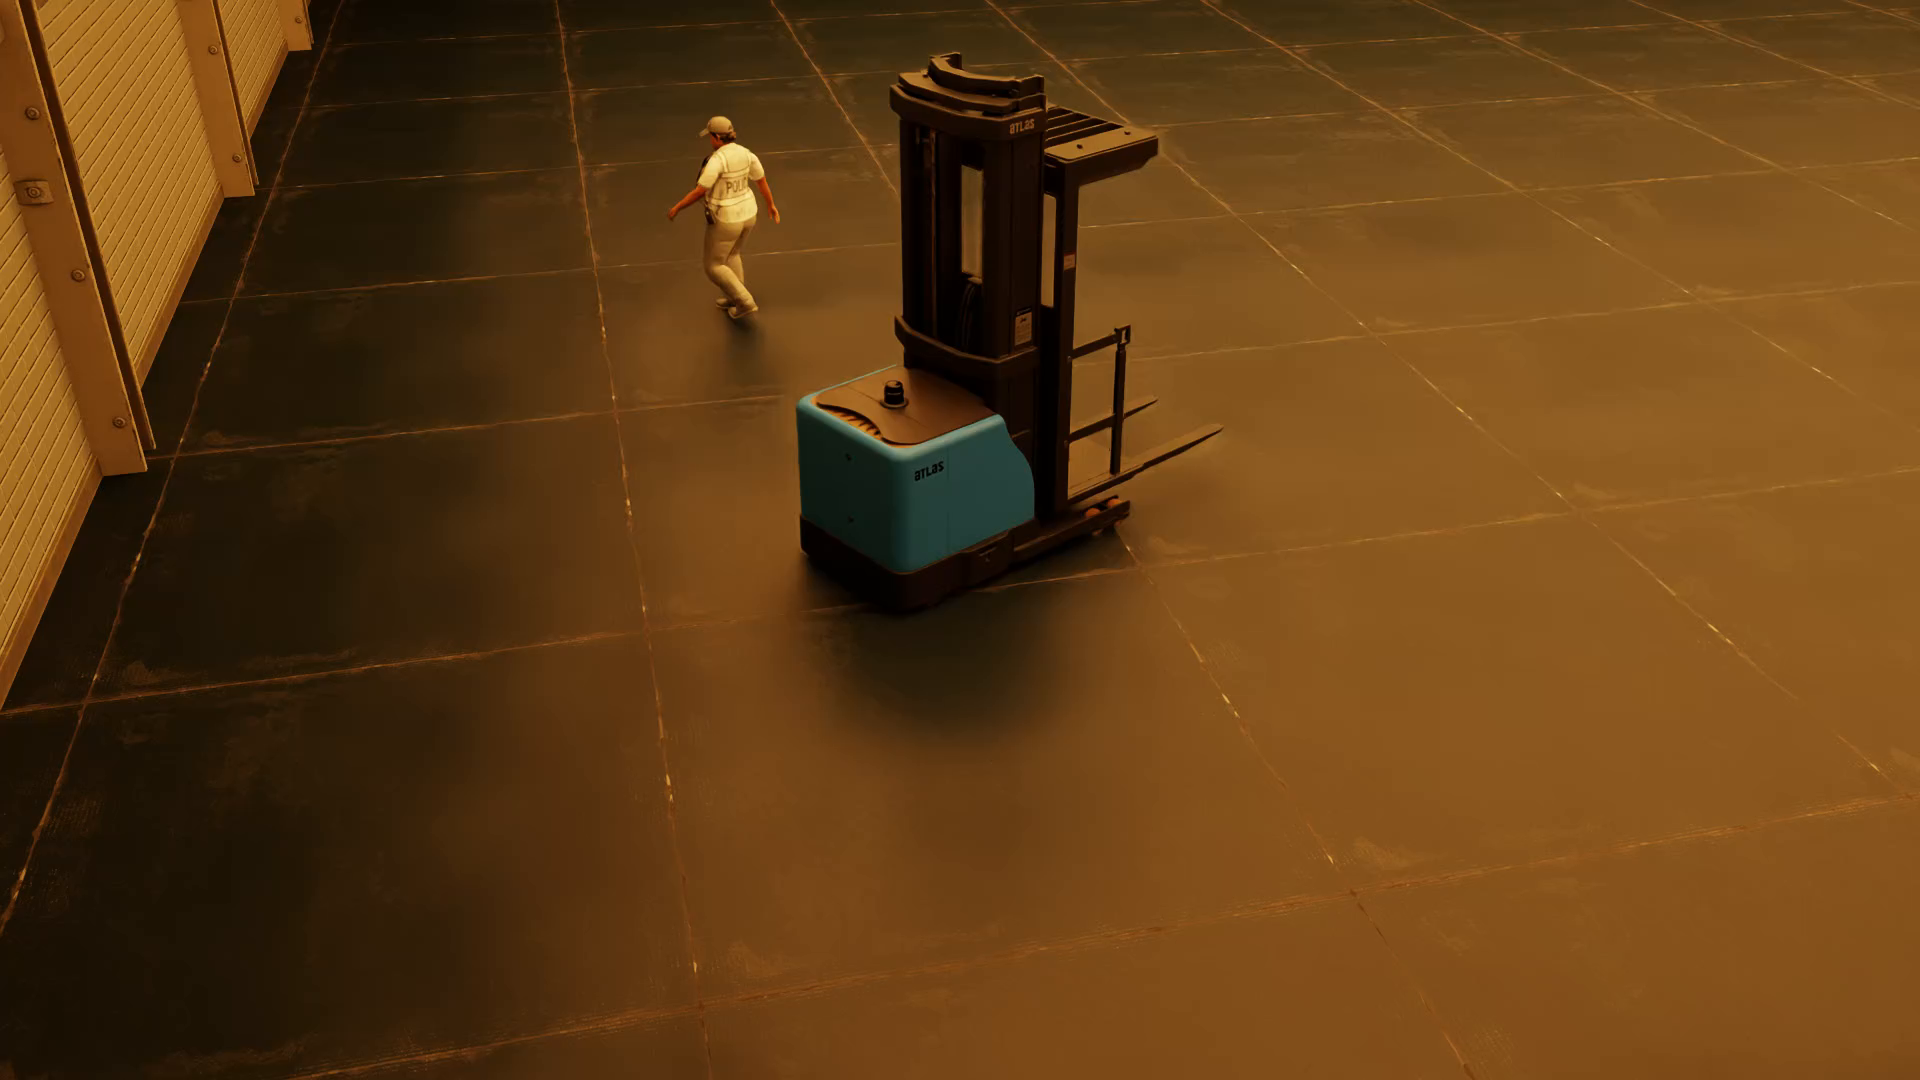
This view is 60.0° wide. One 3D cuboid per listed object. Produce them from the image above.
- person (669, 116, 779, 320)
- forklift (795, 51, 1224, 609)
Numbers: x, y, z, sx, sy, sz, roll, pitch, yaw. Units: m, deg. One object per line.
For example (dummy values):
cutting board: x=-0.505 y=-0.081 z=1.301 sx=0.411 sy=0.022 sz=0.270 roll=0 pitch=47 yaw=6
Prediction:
person: x=-1.837 y=-2.568 z=13.306 sx=0.655 sy=1.646 sz=0.792 roll=18 pitch=34 yaw=27
forklift: x=0.454 y=-1.478 z=10.128 sx=3.031 sy=2.935 sz=1.130 roll=-24 pitch=38 yaw=-35
